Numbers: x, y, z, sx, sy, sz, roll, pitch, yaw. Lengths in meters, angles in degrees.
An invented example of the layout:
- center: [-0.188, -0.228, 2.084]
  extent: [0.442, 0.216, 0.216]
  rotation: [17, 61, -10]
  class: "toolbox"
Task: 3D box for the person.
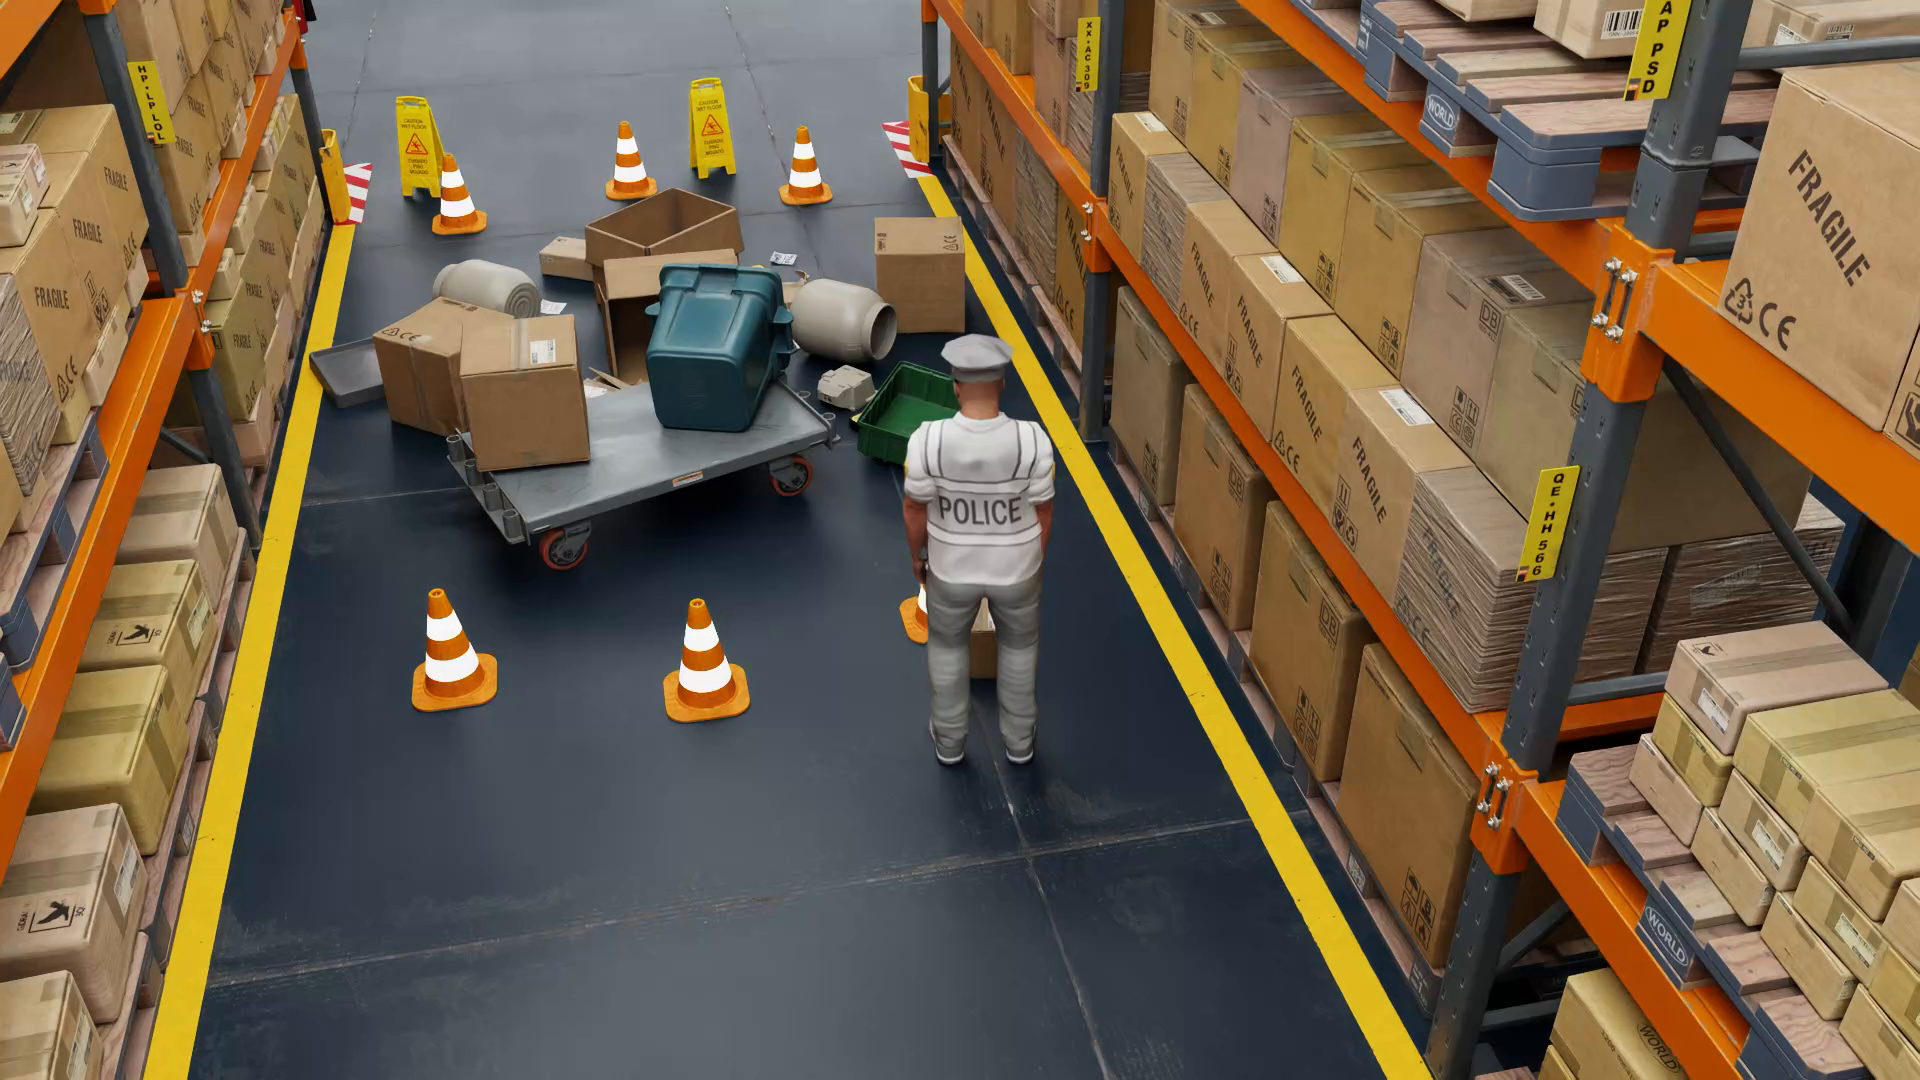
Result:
- center: [0.066, 0.076, 6.042]
  extent: [0.531, 1.738, 0.391]
  rotation: [0, 34, 1]
  class: "person"
